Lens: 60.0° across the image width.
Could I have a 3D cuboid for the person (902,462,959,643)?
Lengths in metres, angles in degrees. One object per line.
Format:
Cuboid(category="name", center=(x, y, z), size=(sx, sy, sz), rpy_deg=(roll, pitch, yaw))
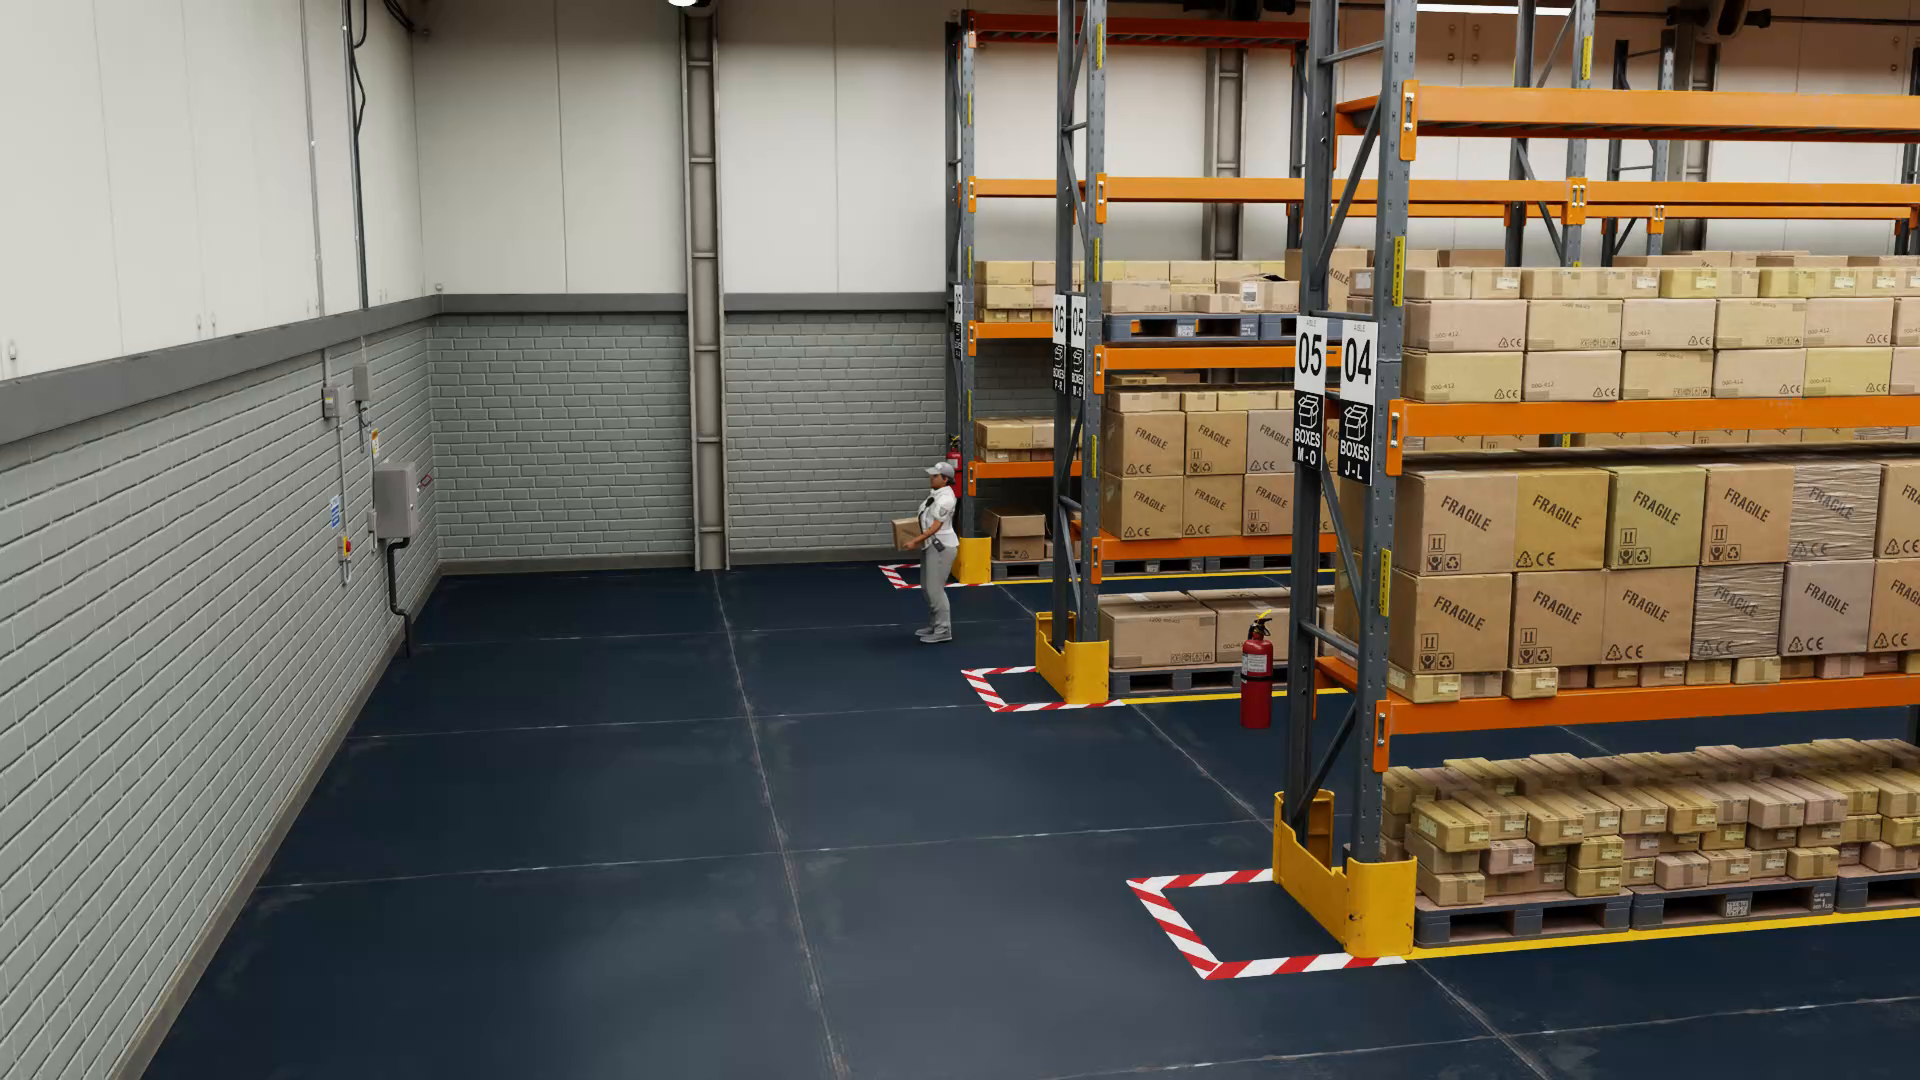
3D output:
Cuboid(category="person", center=(-0.285, 0.103, 15.312), size=(0.541, 1.653, 0.453), rpy_deg=(-2, 10, -11))
